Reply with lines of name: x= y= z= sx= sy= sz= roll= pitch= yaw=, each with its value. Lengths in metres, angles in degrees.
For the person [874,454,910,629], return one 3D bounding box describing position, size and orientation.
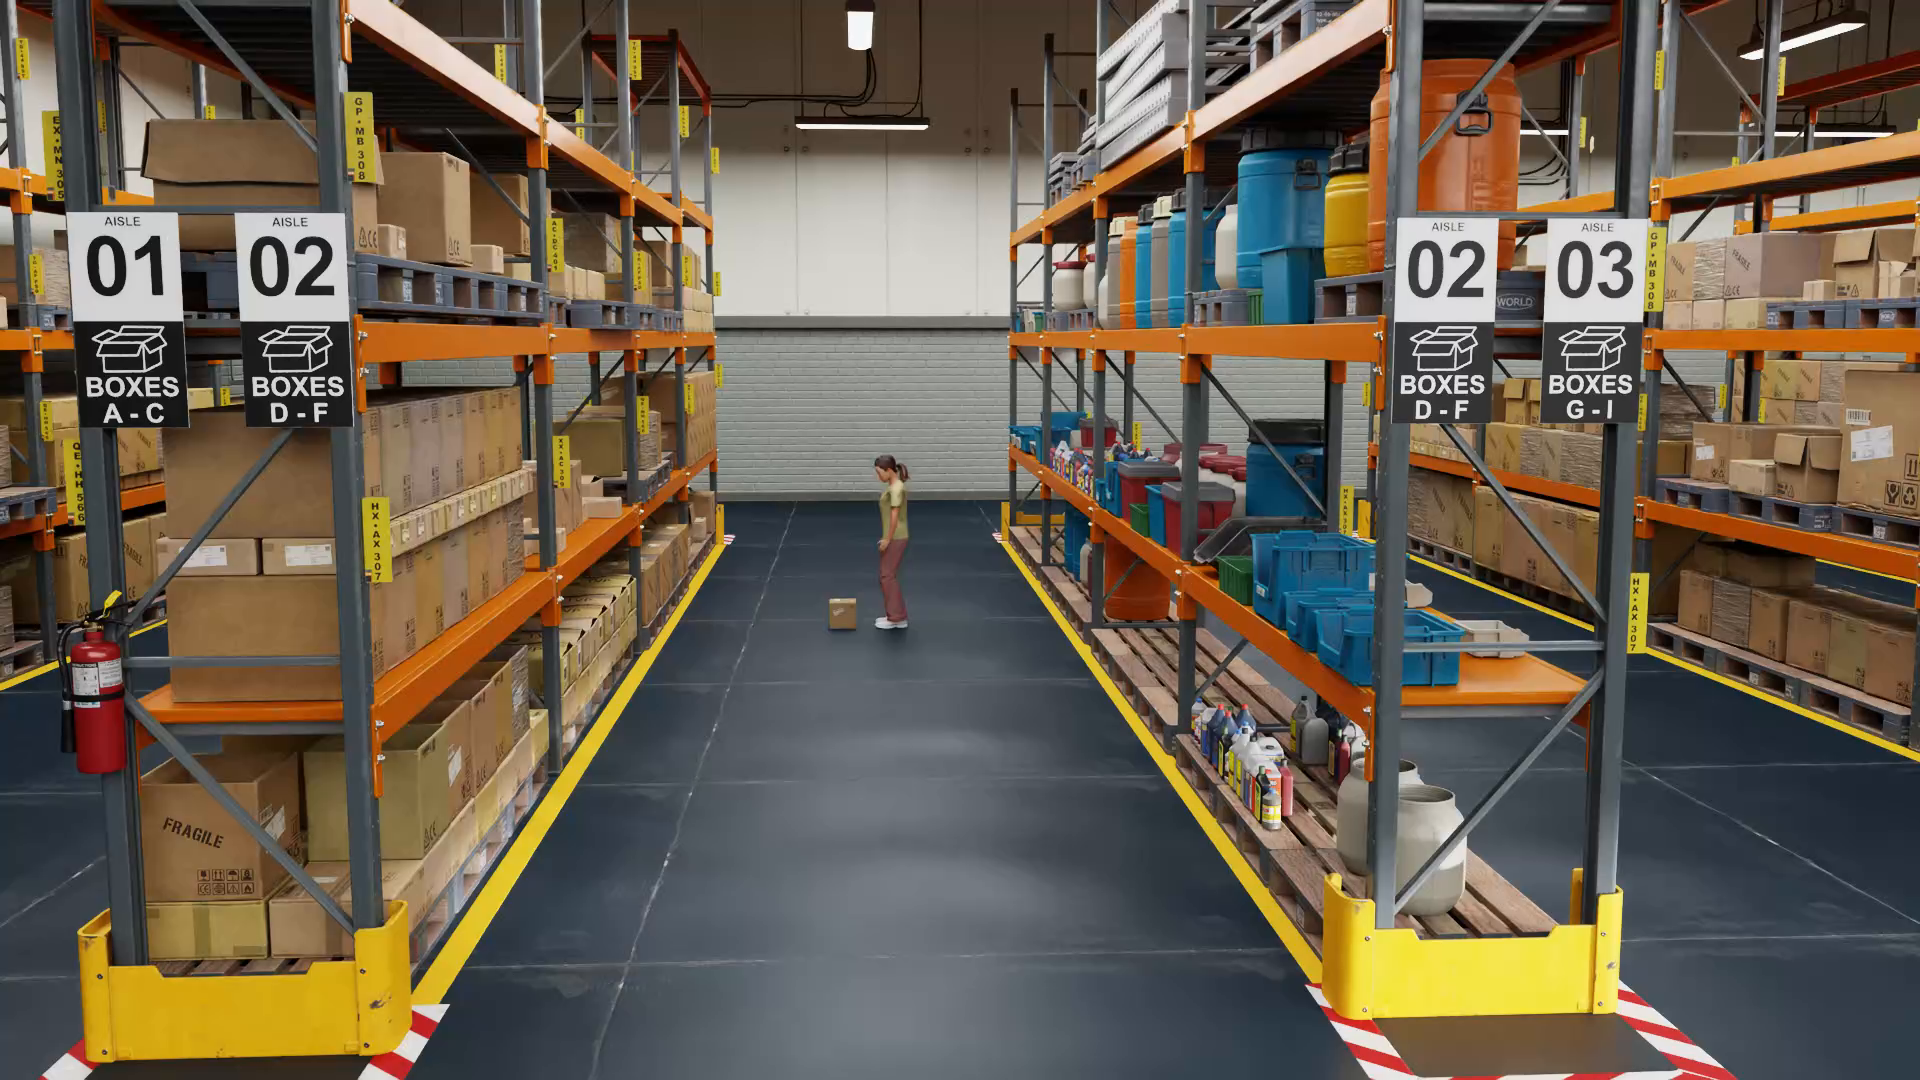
person: x=-0.639 y=0.010 z=15.787 sx=0.343 sy=1.657 sz=0.458 roll=0 pitch=7 yaw=-2
